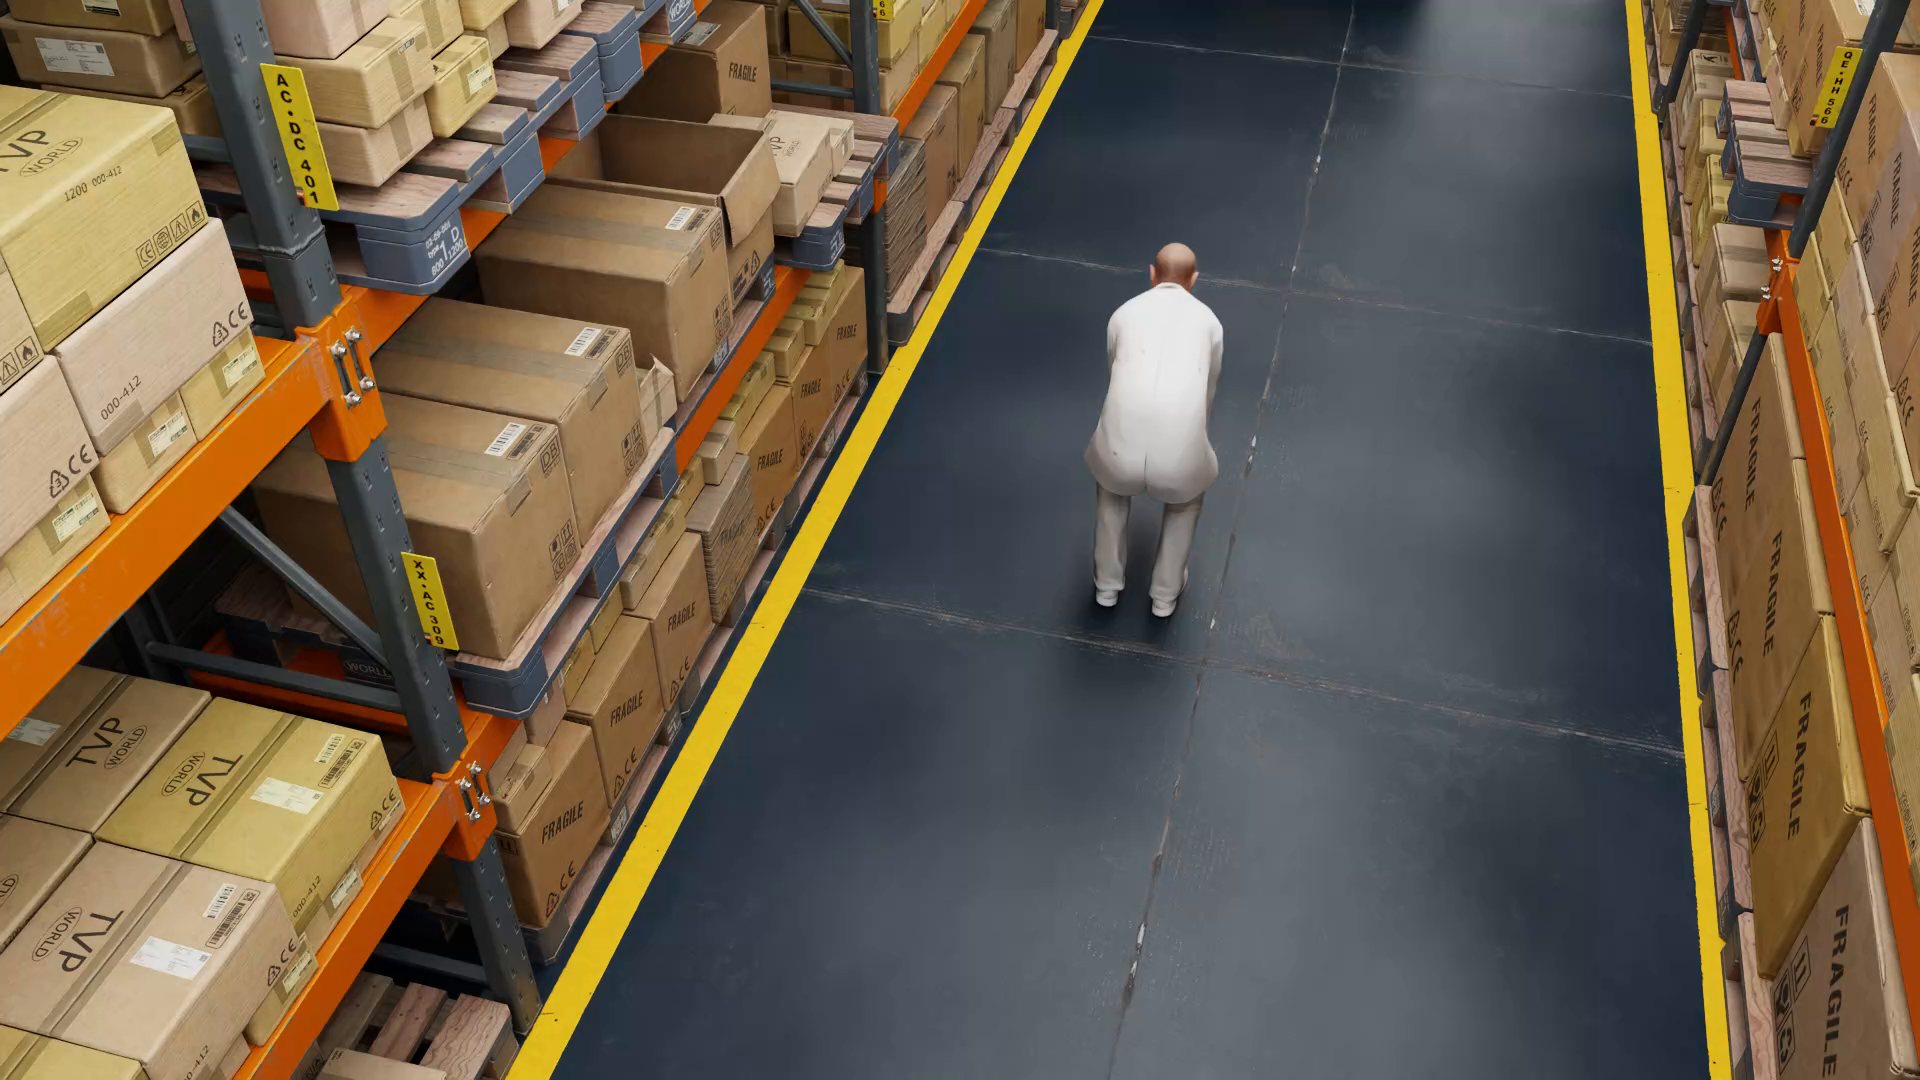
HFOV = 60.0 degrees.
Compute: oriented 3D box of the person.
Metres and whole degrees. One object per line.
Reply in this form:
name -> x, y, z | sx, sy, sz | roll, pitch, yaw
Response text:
person -> 0.829, -0.441, 6.977 | 0.560, 1.403, 0.858 | 9, 41, 10
